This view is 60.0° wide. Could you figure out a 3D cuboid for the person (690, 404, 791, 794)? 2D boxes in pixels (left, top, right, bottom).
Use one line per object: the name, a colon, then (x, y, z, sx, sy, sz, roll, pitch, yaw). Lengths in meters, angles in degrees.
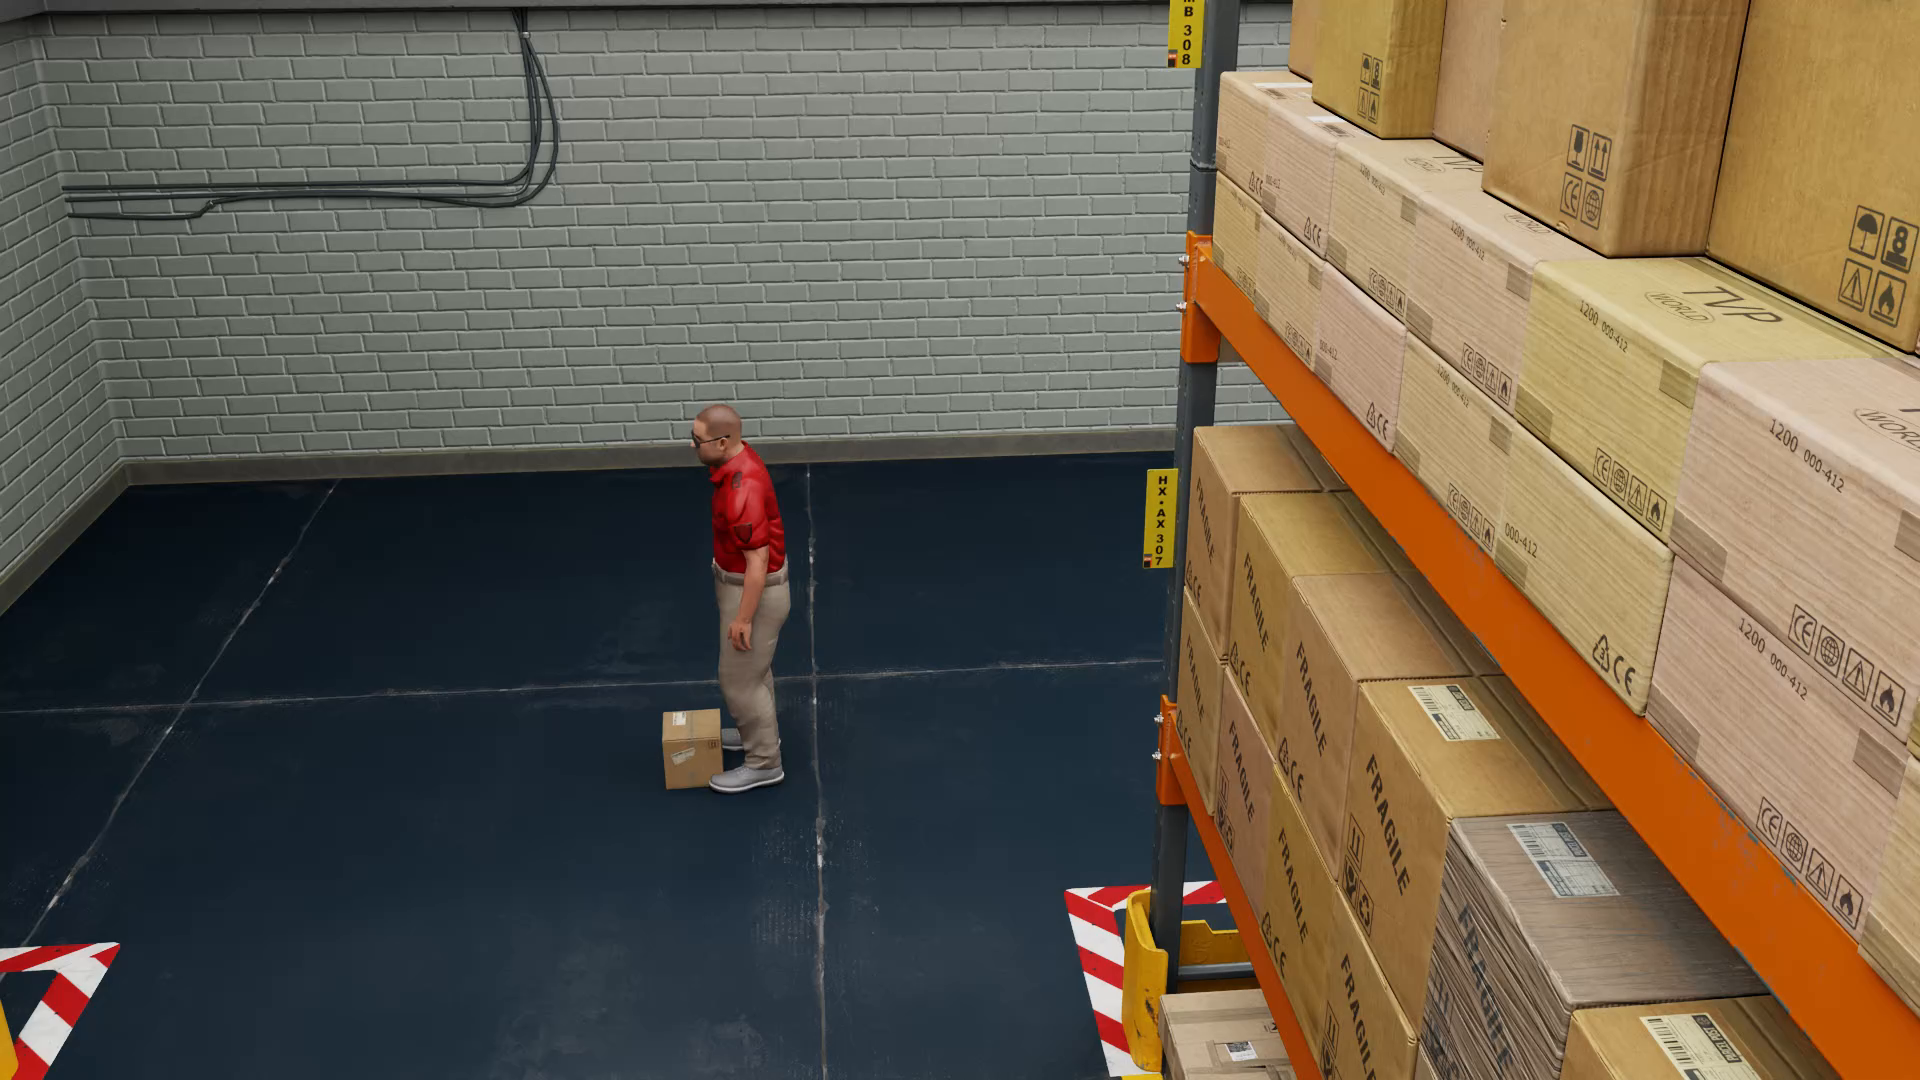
person: (-0.924, 0.233, 7.084, 0.393, 1.726, 0.605, -4, 24, -8)
